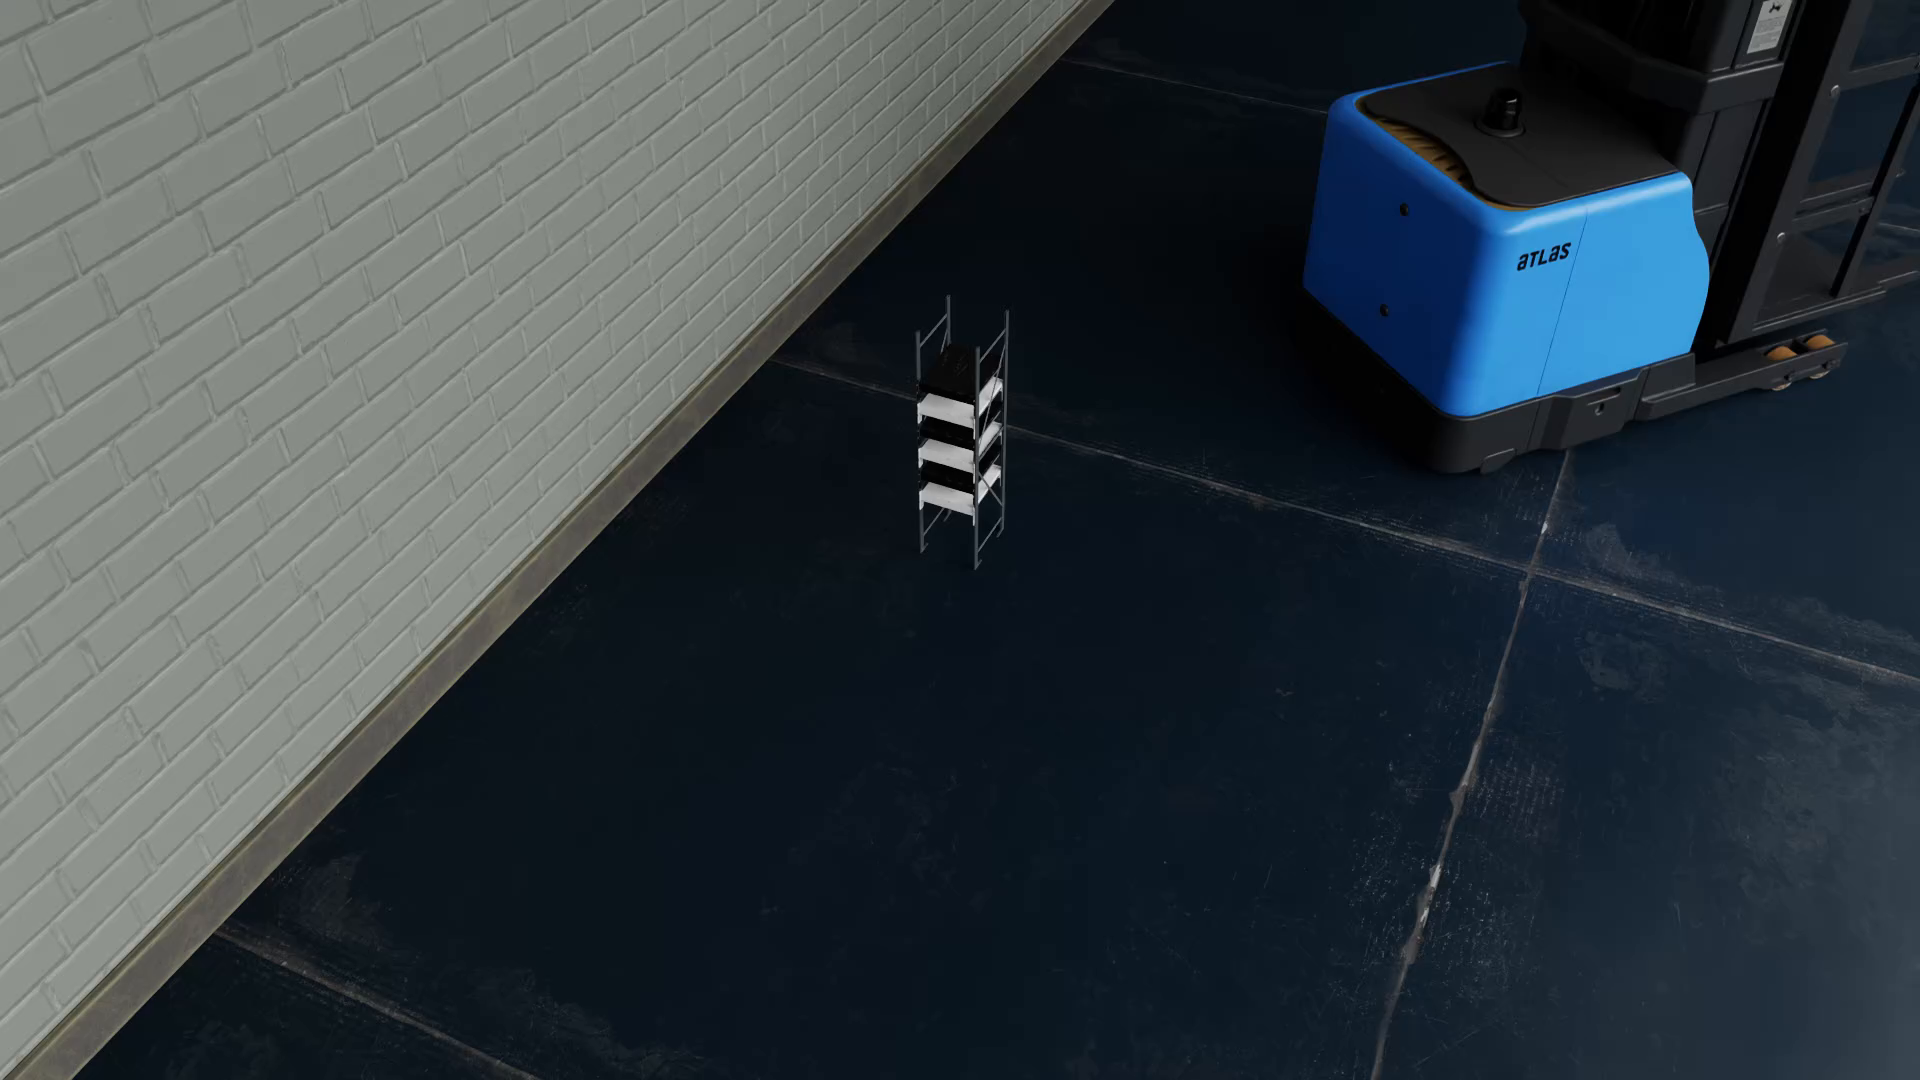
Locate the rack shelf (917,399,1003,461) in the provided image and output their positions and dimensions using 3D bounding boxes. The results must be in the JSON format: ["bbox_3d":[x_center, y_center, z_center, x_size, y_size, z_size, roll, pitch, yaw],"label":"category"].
[{"bbox_3d":[0.007,-0.381,5.416,0.200,0.077,0.258,17,44,19],"label":"rack shelf"}]

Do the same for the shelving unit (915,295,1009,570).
[{"bbox_3d":[0.007,-0.338,5.453,0.210,0.900,0.258,17,44,19],"label":"shelving unit"}]

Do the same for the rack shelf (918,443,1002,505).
[{"bbox_3d":[0.007,-0.245,5.533,0.200,0.077,0.258,17,44,19],"label":"rack shelf"}]

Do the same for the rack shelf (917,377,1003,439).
[{"bbox_3d":[0.007,-0.449,5.357,0.200,0.077,0.258,17,44,19],"label":"rack shelf"}]

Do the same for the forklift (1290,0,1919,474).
[{"bbox_3d":[2.867,-1.984,5.801,3.031,2.935,1.130,-16,43,-18],"label":"forklift"}]

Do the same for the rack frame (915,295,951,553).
[{"bbox_3d":[-0.085,-0.366,5.485,0.006,0.900,0.240,17,44,19],"label":"rack frame"}]

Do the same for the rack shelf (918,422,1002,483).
[{"bbox_3d":[0.007,-0.313,5.474,0.200,0.077,0.258,17,44,19],"label":"rack shelf"}]

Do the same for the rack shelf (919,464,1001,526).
[{"bbox_3d":[0.007,-0.177,5.592,0.200,0.077,0.258,17,44,19],"label":"rack shelf"}]

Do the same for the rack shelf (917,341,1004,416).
[{"bbox_3d":[0.007,-0.517,5.298,0.200,0.077,0.258,17,44,19],"label":"rack shelf"}]

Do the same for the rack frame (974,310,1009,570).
[{"bbox_3d":[0.099,-0.310,5.420,0.006,0.900,0.240,17,44,19],"label":"rack frame"}]
